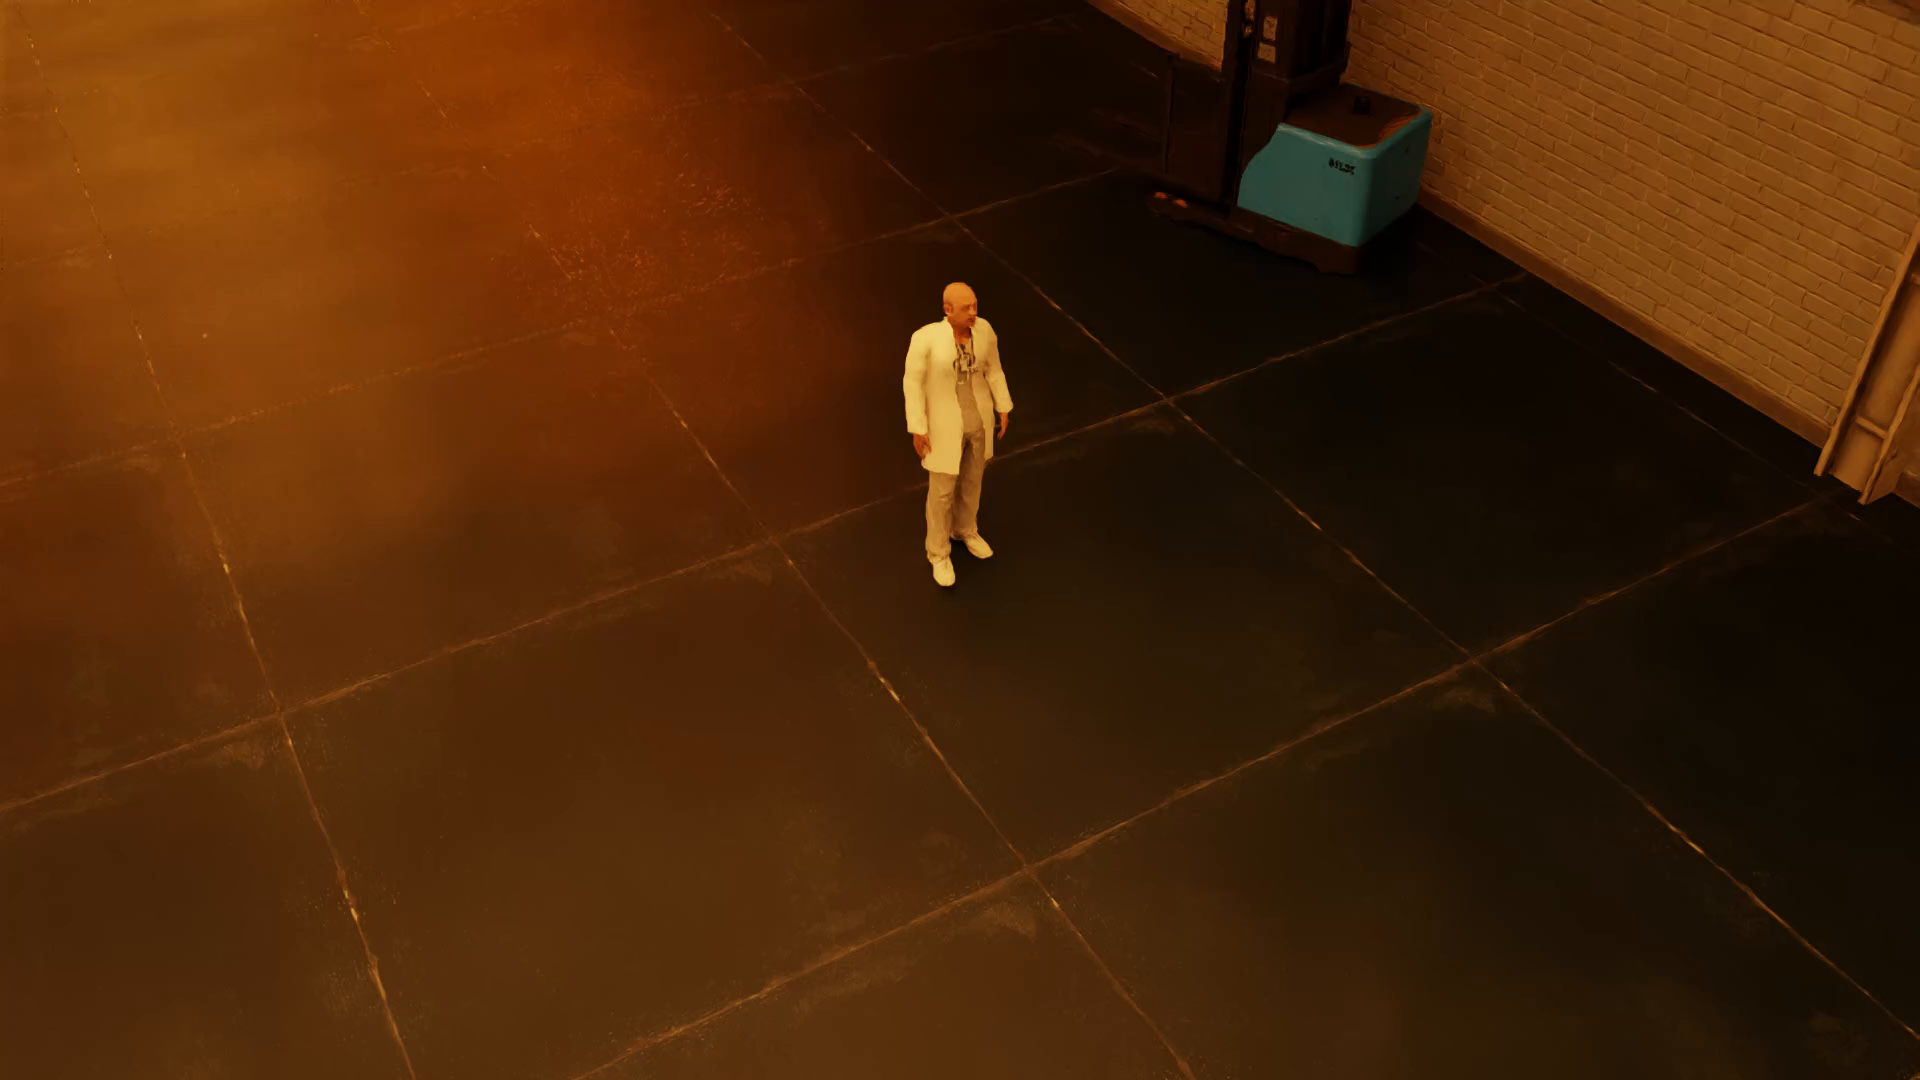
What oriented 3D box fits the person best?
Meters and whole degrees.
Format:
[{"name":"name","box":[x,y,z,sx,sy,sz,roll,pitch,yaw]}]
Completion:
[{"name":"person","box":[0.042,-0.638,9.698,0.694,1.776,0.579,-20,44,-23]}]

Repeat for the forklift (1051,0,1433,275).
[{"name":"forklift","box":[2.146,-3.940,12.787,3.031,2.935,1.130,28,47,30]}]
